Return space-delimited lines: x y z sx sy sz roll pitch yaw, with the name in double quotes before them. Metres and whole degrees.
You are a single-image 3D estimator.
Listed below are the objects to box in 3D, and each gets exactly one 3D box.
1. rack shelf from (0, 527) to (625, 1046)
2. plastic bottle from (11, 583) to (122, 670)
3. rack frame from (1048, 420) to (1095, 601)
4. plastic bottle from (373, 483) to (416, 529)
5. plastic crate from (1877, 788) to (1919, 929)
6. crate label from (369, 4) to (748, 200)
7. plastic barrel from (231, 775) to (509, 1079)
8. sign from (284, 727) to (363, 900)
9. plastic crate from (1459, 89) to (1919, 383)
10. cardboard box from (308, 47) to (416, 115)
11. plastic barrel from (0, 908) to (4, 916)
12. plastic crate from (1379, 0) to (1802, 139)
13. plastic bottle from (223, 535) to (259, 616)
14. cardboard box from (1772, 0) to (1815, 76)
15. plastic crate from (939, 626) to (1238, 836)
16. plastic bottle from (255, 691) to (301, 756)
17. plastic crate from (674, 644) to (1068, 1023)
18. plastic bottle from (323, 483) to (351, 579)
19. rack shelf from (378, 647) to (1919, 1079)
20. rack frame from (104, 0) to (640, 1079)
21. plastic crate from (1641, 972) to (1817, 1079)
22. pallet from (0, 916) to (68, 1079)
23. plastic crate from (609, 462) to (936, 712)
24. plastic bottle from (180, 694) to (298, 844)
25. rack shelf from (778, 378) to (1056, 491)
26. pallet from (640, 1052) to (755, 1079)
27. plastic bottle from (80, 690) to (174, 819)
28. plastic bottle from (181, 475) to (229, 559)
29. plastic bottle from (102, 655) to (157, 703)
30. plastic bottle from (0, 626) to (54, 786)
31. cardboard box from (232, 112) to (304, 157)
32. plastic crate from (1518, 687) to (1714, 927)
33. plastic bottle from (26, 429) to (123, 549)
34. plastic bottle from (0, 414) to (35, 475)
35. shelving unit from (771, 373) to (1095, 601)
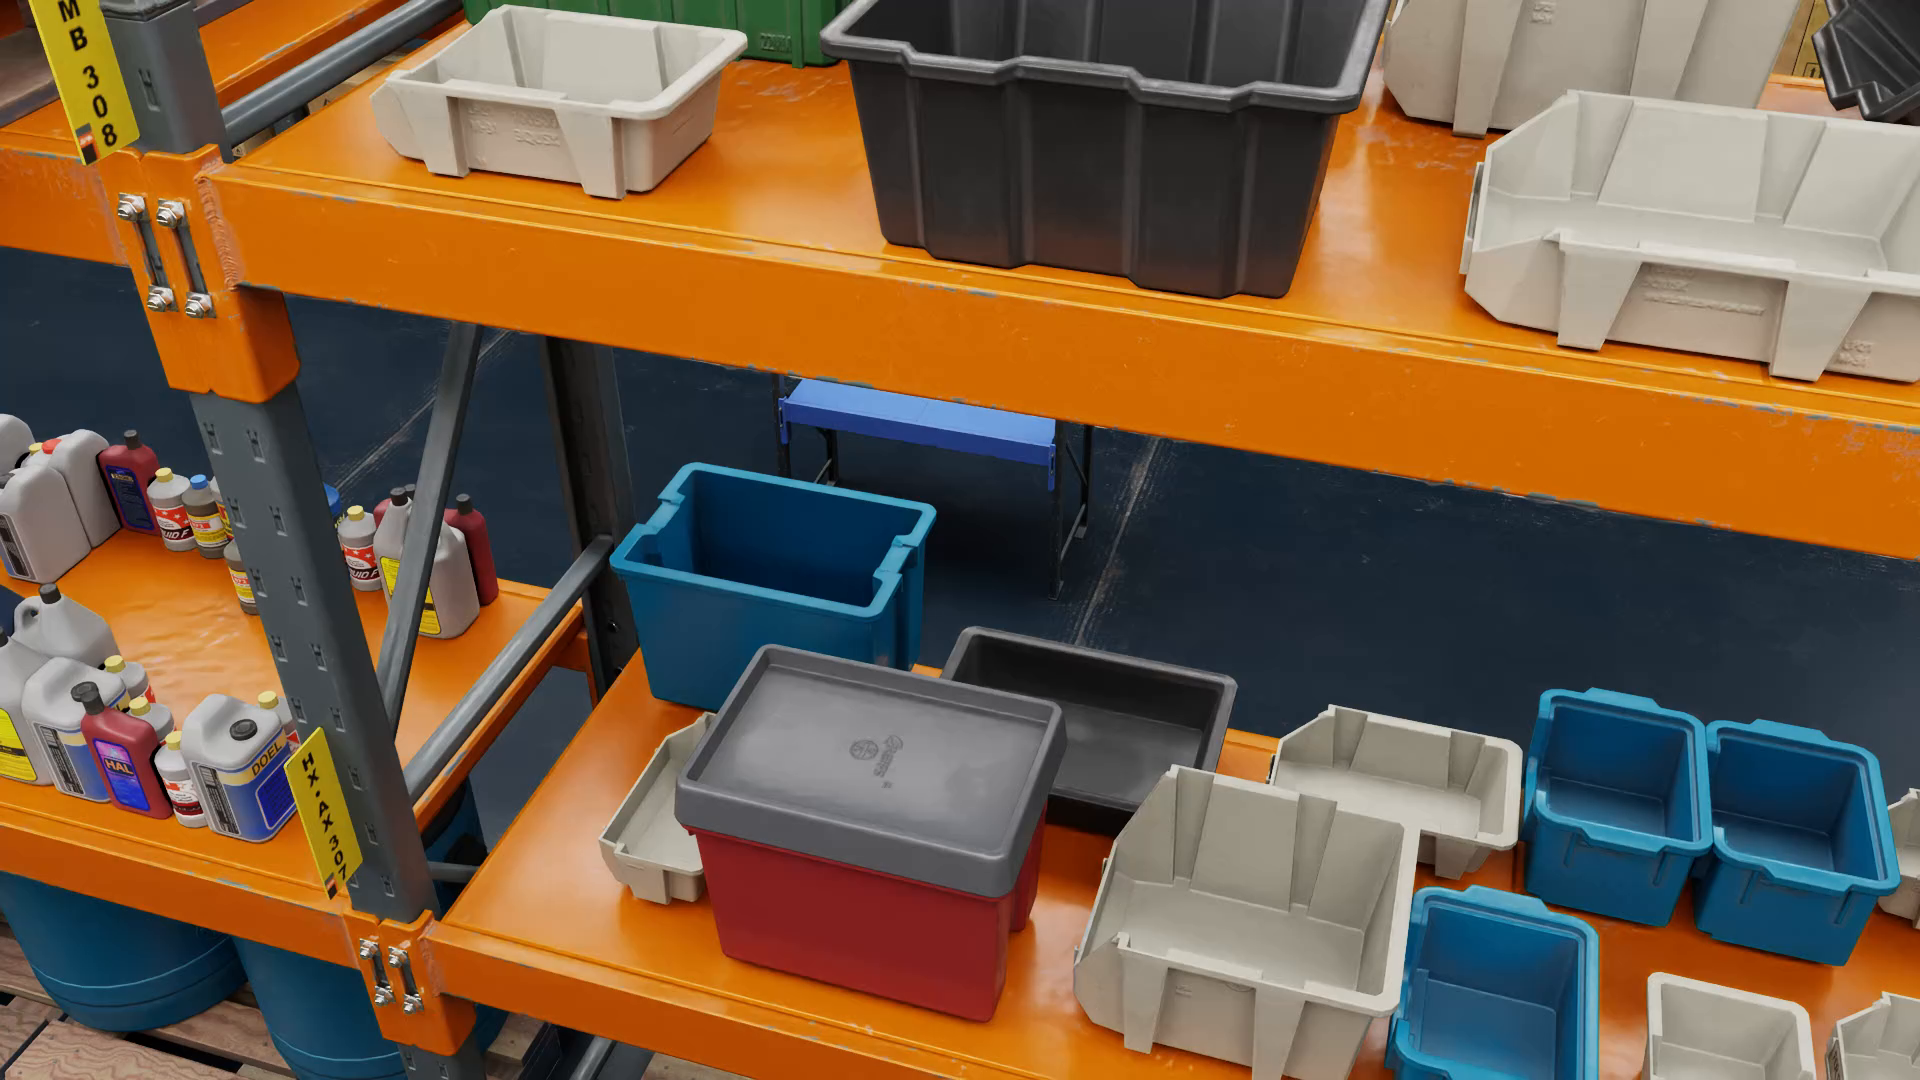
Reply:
"rack shelf" -2.830 0.208 4.043 4.000 0.370 1.077 10 38 14
"plastic bottle" -1.853 0.233 3.445 0.185 0.351 0.144 10 38 14
"rack frame" 0.404 -0.529 5.704 0.032 1.500 0.500 10 38 14
"plastic bottle" -1.271 -0.011 3.833 0.133 0.283 0.061 10 38 14
"plastic crate" 1.831 0.608 3.066 0.298 0.136 0.250 10 38 14
"crate label" -0.540 -0.580 2.199 0.466 0.136 0.293 10 38 14
"plastic barrel" -1.435 0.842 3.991 0.708 0.901 0.600 10 38 14
"sign" -1.086 0.471 2.845 0.005 0.325 0.100 10 38 14
"plastic crate" 0.851 -0.348 1.884 0.530 0.136 0.437 10 38 14
"cardboard box" -2.909 -2.165 8.399 0.500 0.500 0.500 12 38 16
"plastic barrel" -2.623 0.724 4.481 0.421 0.512 0.421 0 36 0
"plastic crate" 0.874 -0.748 2.305 0.530 0.282 0.437 10 38 14
"plastic bottle" -1.618 0.064 3.800 0.097 0.201 0.097 0 36 0
"cardboard box" 2.899 -1.969 6.311 0.500 0.500 0.500 11 38 14
"plastic crate" 0.228 0.404 3.351 0.590 0.125 0.437 10 38 14
"plastic bottle" -1.374 0.391 3.355 0.097 0.201 0.097 0 36 0
"plastic crate" -0.143 0.522 2.906 0.583 0.464 0.402 10 38 14
"plastic bottle" -1.479 -0.033 3.873 0.097 0.271 0.097 0 36 0
"rack shelf" 0.988 0.915 3.083 4.000 0.370 1.077 10 38 14
"rack frame" -0.921 0.272 3.350 0.127 3.000 1.000 10 38 14
"plastic crate" 1.231 0.883 2.692 0.250 0.136 0.298 10 38 14
"pallet" -2.813 1.021 4.685 1.213 0.211 1.003 10 38 14
"plastic crate" -0.373 0.144 3.487 0.575 0.384 0.392 10 38 14
"plastic bottle" -1.393 0.435 3.233 0.135 0.276 0.152 10 38 14
"rack shelf" -0.081 -0.474 5.933 1.000 0.185 0.538 10 38 14
"pallet" -0.207 1.503 4.030 1.213 0.211 1.003 10 38 14
"plastic bottle" -1.628 0.417 3.251 0.133 0.283 0.061 10 38 14
"plastic bottle" -1.794 -0.063 3.973 0.097 0.201 0.097 0 36 0
"plastic bottle" -1.722 0.327 3.443 0.097 0.201 0.097 0 36 0
"plastic bottle" -1.896 0.315 3.334 0.185 0.351 0.144 10 38 14
"cardboard box" -3.833 -2.254 8.747 0.500 0.250 0.500 11 38 15
"plastic crate" 1.217 0.507 3.122 0.300 0.233 0.416 10 38 14
"plastic bottle" -2.133 -0.139 4.013 0.135 0.276 0.152 10 38 14
"plastic bottle" -2.354 -0.180 4.069 0.135 0.276 0.152 10 38 14
"shelving unit" -0.081 -0.619 5.826 1.048 1.500 0.538 10 38 14
